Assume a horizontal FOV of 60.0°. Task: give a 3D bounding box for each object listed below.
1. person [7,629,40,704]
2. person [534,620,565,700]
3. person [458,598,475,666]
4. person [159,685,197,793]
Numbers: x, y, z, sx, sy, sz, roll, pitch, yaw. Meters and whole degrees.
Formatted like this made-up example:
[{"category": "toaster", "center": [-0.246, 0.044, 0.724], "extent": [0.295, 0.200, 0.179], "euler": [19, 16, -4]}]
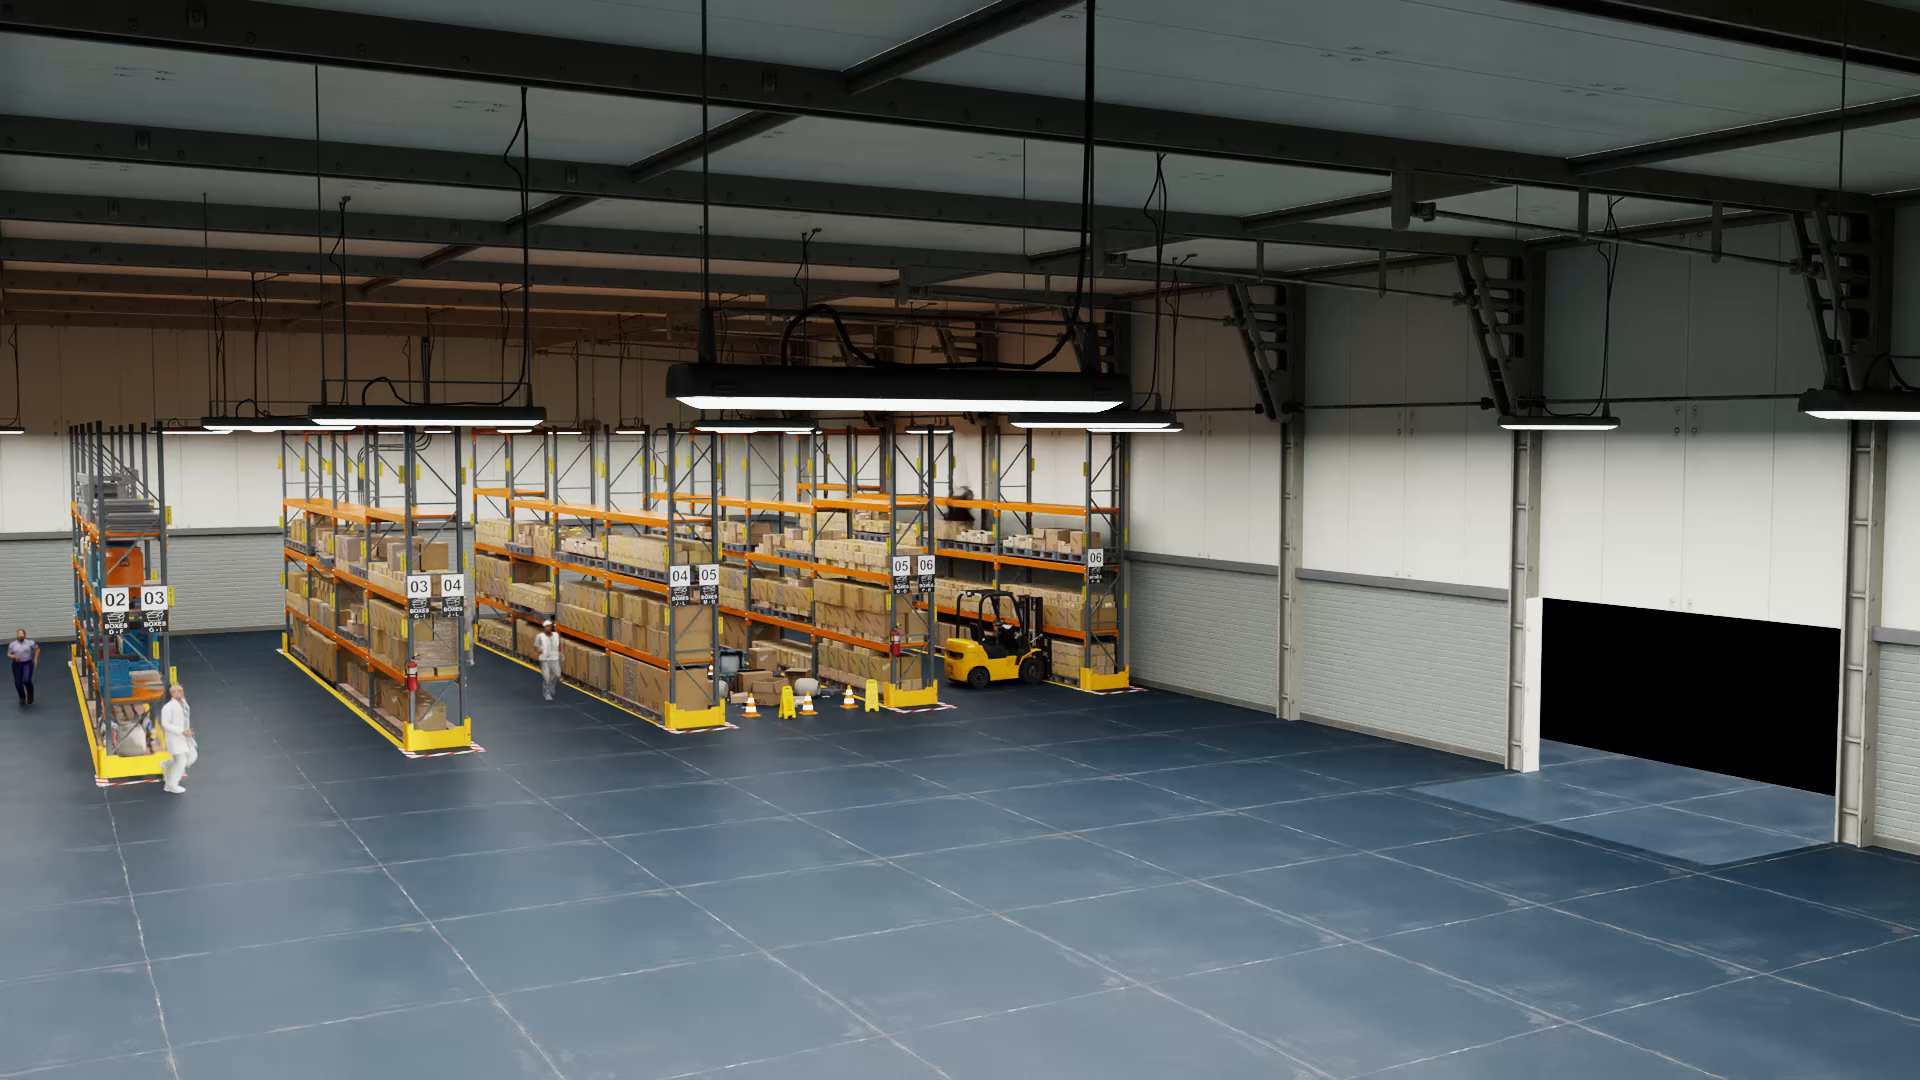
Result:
[{"category": "person", "center": [-20.002, 2.711, 35.495], "extent": [0.584, 1.621, 0.639], "euler": [-1, 4, -20]}, {"category": "person", "center": [-8.911, 2.615, 36.166], "extent": [0.678, 1.739, 0.583], "euler": [-2, 4, -33]}, {"category": "person", "center": [-12.498, 2.289, 41.942], "extent": [0.518, 1.696, 0.887], "euler": [-2, 4, -30]}, {"category": "person", "center": [-12.637, 3.201, 26.887], "extent": [0.687, 1.742, 0.747], "euler": [0, 4, 6]}]
